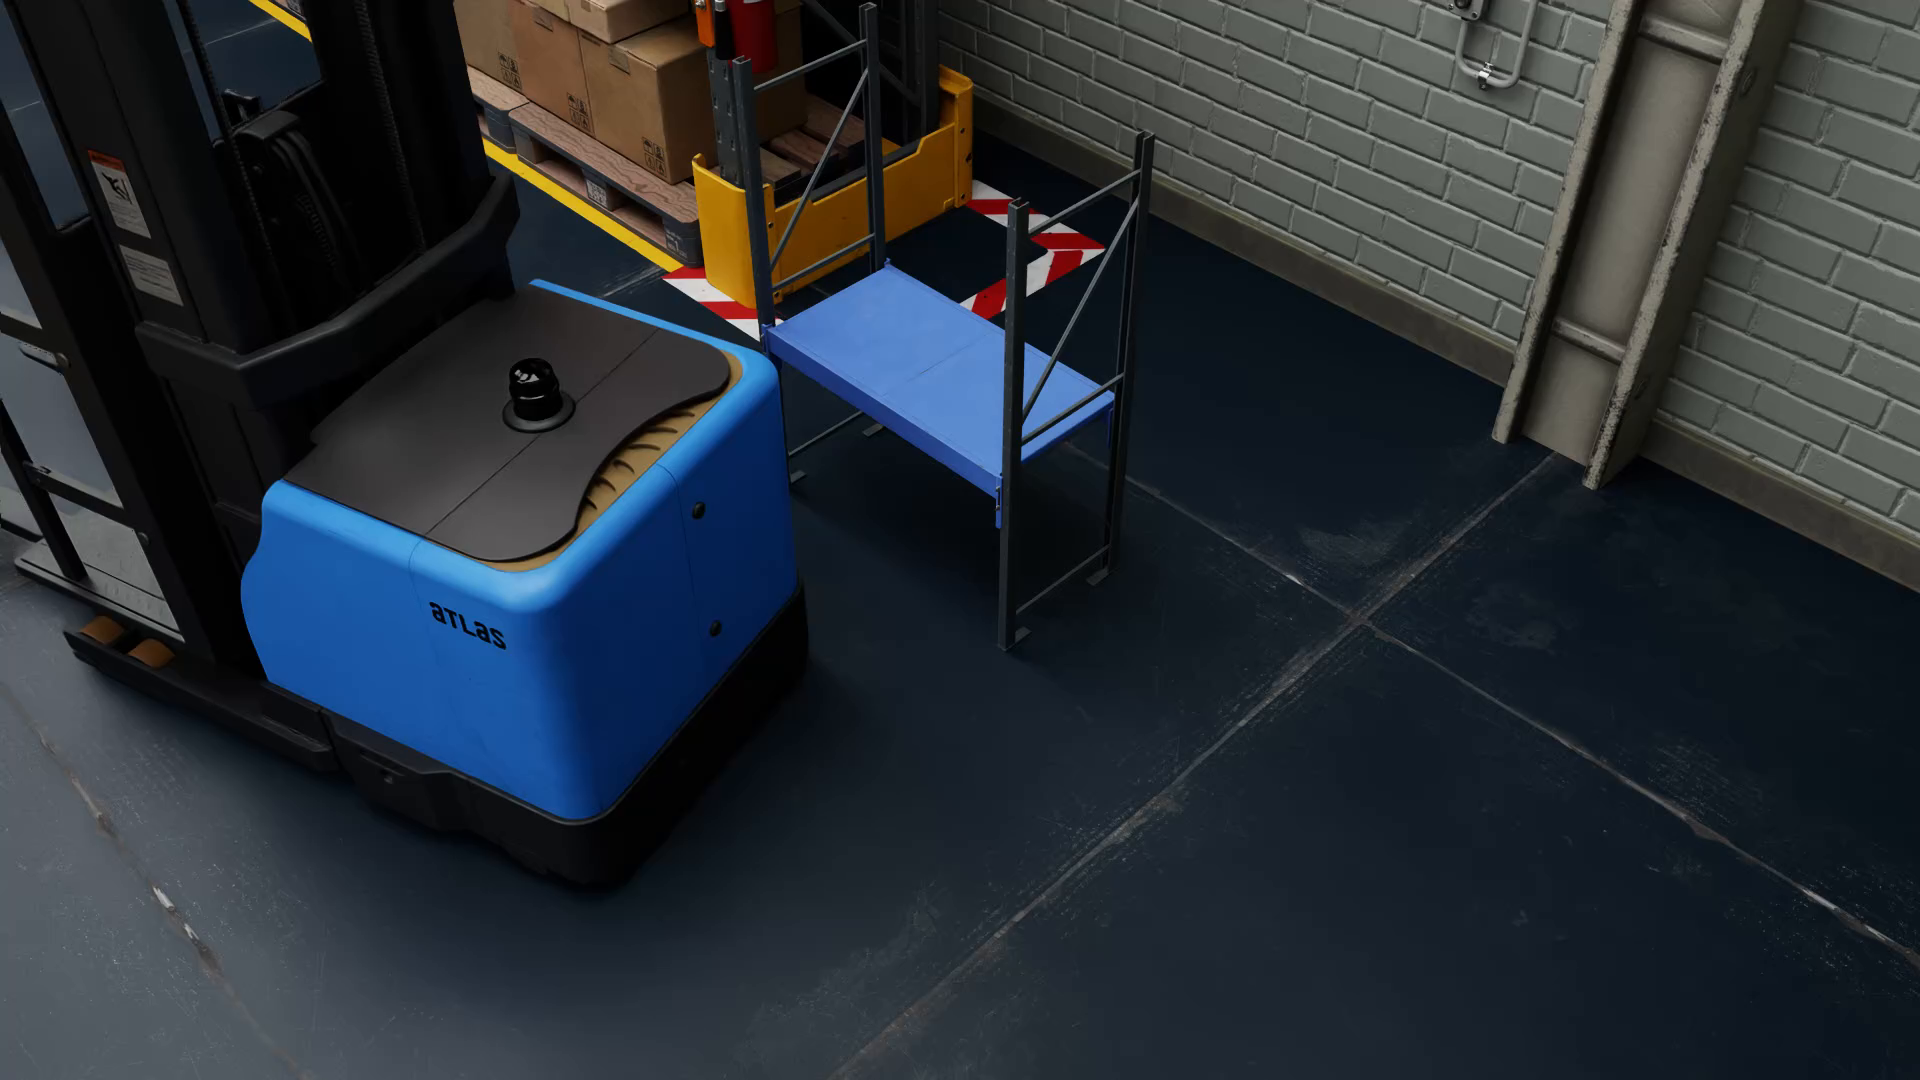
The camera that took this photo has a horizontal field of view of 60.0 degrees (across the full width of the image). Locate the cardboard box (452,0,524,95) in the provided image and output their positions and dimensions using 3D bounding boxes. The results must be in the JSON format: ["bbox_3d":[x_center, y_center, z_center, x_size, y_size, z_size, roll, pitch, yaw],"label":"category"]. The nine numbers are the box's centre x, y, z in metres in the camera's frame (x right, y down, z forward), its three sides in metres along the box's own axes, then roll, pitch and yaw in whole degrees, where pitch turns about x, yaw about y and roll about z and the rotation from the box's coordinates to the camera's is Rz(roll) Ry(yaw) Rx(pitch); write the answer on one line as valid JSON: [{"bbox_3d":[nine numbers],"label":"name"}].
[{"bbox_3d":[-1.749,-2.318,7.081,0.500,0.500,0.700,32,52,30],"label":"cardboard box"}]

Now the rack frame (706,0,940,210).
[{"bbox_3d":[-0.475,-2.312,5.541,1.000,3.000,0.127,-34,53,-31],"label":"rack frame"}]

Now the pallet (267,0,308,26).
[{"bbox_3d":[-2.818,-2.807,8.132,1.003,0.211,1.213,-34,53,-31],"label":"pallet"}]

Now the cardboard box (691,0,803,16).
[{"bbox_3d":[-0.810,-2.110,6.378,0.380,0.149,0.250,-34,52,-31],"label":"cardboard box"}]

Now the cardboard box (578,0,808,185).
[{"bbox_3d":[-1.040,-1.836,6.559,0.700,0.500,0.500,-34,53,-31],"label":"cardboard box"}]

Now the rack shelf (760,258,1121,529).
[{"bbox_3d":[-0.060,-0.460,4.907,0.538,0.185,1.000,-34,53,-31],"label":"rack shelf"}]

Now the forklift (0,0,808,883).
[{"bbox_3d":[-1.986,-0.926,4.092,3.031,2.935,1.130,20,46,20],"label":"forklift"}]

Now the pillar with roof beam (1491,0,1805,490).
[{"bbox_3d":[-1.004,-1.569,0.317,9.100,9.000,0.400,-34,53,-31],"label":"pillar with roof beam"}]

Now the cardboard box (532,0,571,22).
[{"bbox_3d":[-1.441,-2.171,6.444,0.380,0.149,0.250,-33,52,-30],"label":"cardboard box"}]

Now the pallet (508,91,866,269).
[{"bbox_3d":[-1.095,-1.634,6.863,1.003,0.211,1.213,-34,53,-31],"label":"pallet"}]

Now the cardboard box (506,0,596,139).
[{"bbox_3d":[-1.394,-2.077,6.819,0.500,0.500,0.700,34,53,31],"label":"cardboard box"}]

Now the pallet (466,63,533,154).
[{"bbox_3d":[-1.953,-2.220,7.497,1.003,0.211,1.213,-34,53,-31],"label":"pallet"}]

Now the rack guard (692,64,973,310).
[{"bbox_3d":[-0.458,-1.382,6.377,1.175,0.500,0.348,-34,53,-31],"label":"rack guard"}]

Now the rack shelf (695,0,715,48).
[{"bbox_3d":[-1.888,-3.008,6.825,1.077,0.370,4.000,-34,53,-31],"label":"rack shelf"}]

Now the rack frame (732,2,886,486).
[{"bbox_3d":[-0.419,-0.836,5.050,0.500,1.500,0.032,-34,53,-31],"label":"rack frame"}]

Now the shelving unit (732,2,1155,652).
[{"bbox_3d":[-0.060,-0.592,4.785,0.538,1.500,1.048,-34,53,-31],"label":"shelving unit"}]

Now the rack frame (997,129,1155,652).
[{"bbox_3d":[0.299,-0.348,4.521,0.500,1.500,0.032,-34,53,-31],"label":"rack frame"}]

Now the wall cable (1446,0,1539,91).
[{"bbox_3d":[1.099,-2.523,5.021,0.084,1.984,1.851,-34,53,-31],"label":"wall cable"}]

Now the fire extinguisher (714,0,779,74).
[{"bbox_3d":[-0.695,-1.853,5.376,0.296,0.674,0.183,-34,53,-31],"label":"fire extinguisher"}]

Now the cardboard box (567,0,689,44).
[{"bbox_3d":[-1.260,-2.049,6.311,0.250,0.149,0.380,34,52,31],"label":"cardboard box"}]
